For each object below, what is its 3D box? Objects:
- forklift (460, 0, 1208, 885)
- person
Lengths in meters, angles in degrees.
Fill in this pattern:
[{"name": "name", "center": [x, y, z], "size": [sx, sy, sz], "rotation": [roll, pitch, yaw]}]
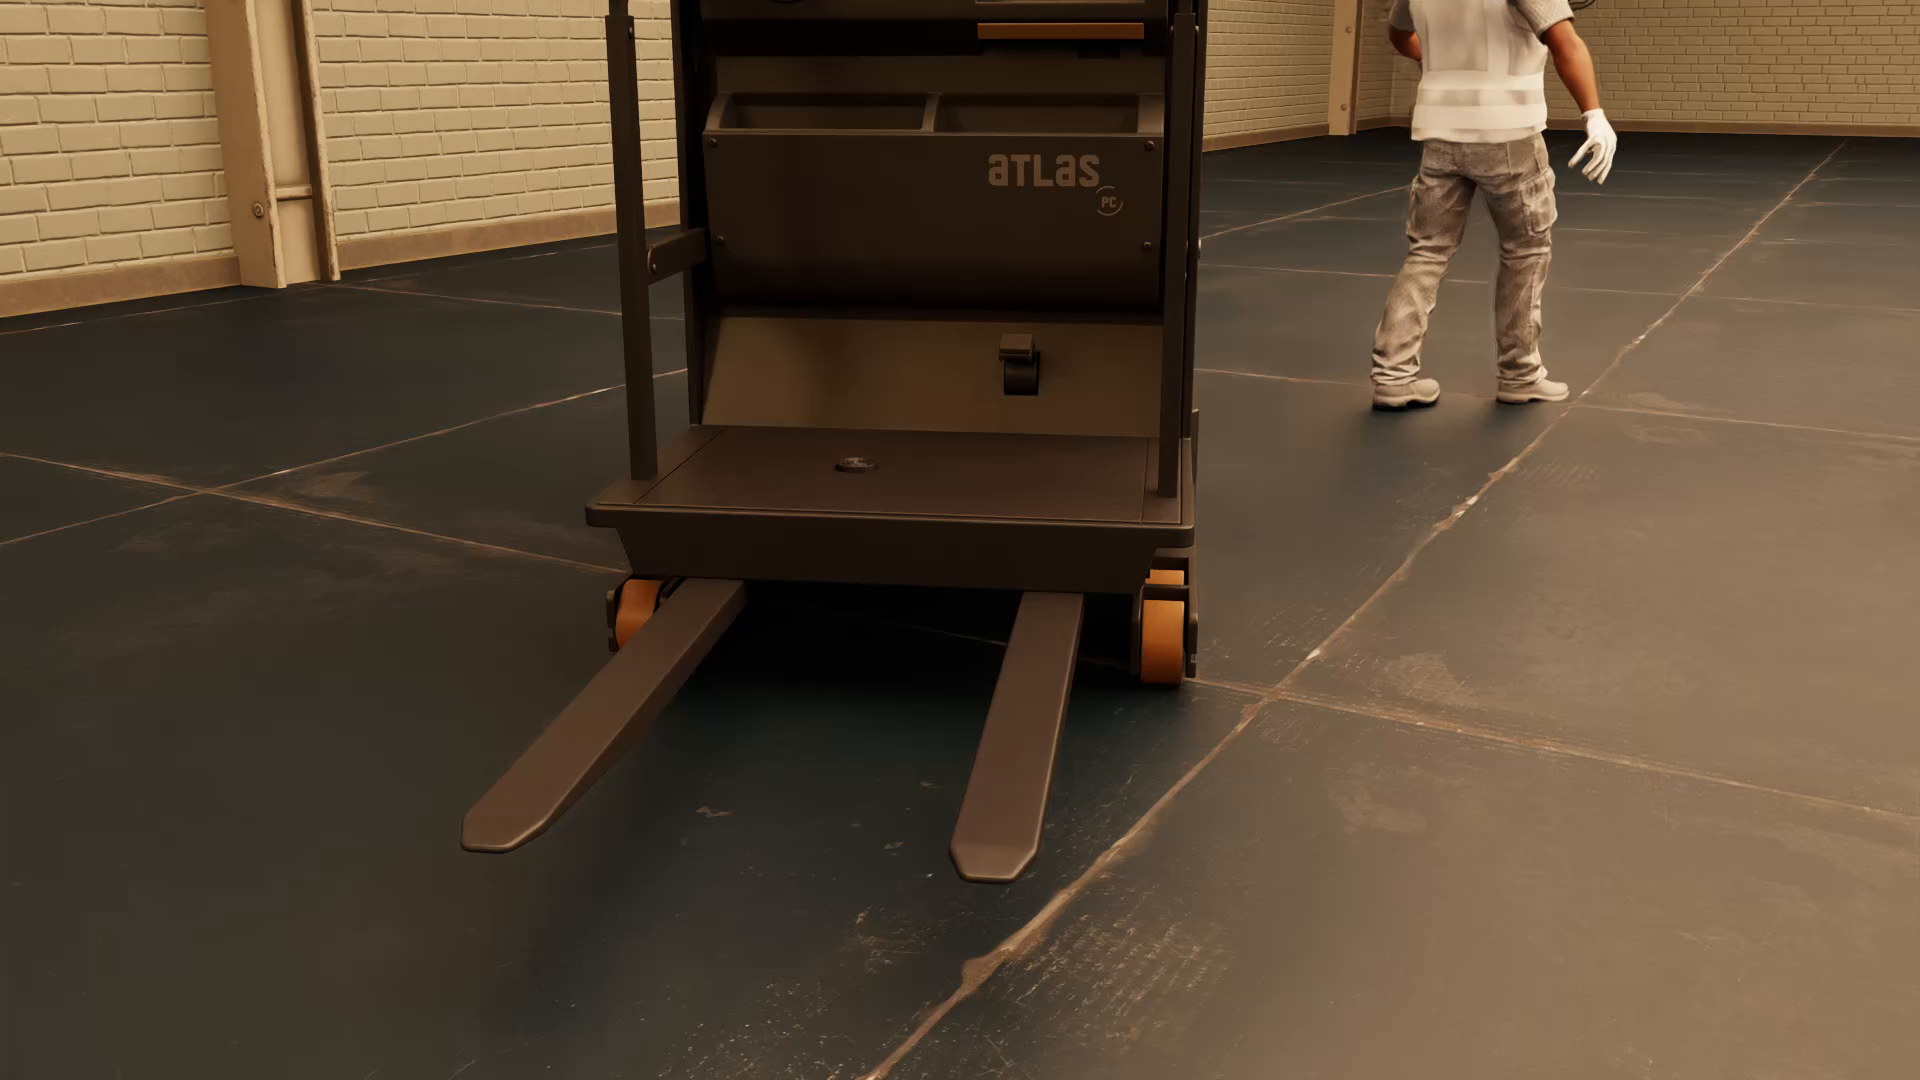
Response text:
[{"name": "forklift", "center": [-0.078, -1.236, 3.048], "size": [1.130, 2.935, 3.031], "rotation": [2, 17, 7]}, {"name": "person", "center": [1.751, -1.300, 5.373], "size": [0.754, 1.756, 1.020], "rotation": [-13, 21, -38]}]
